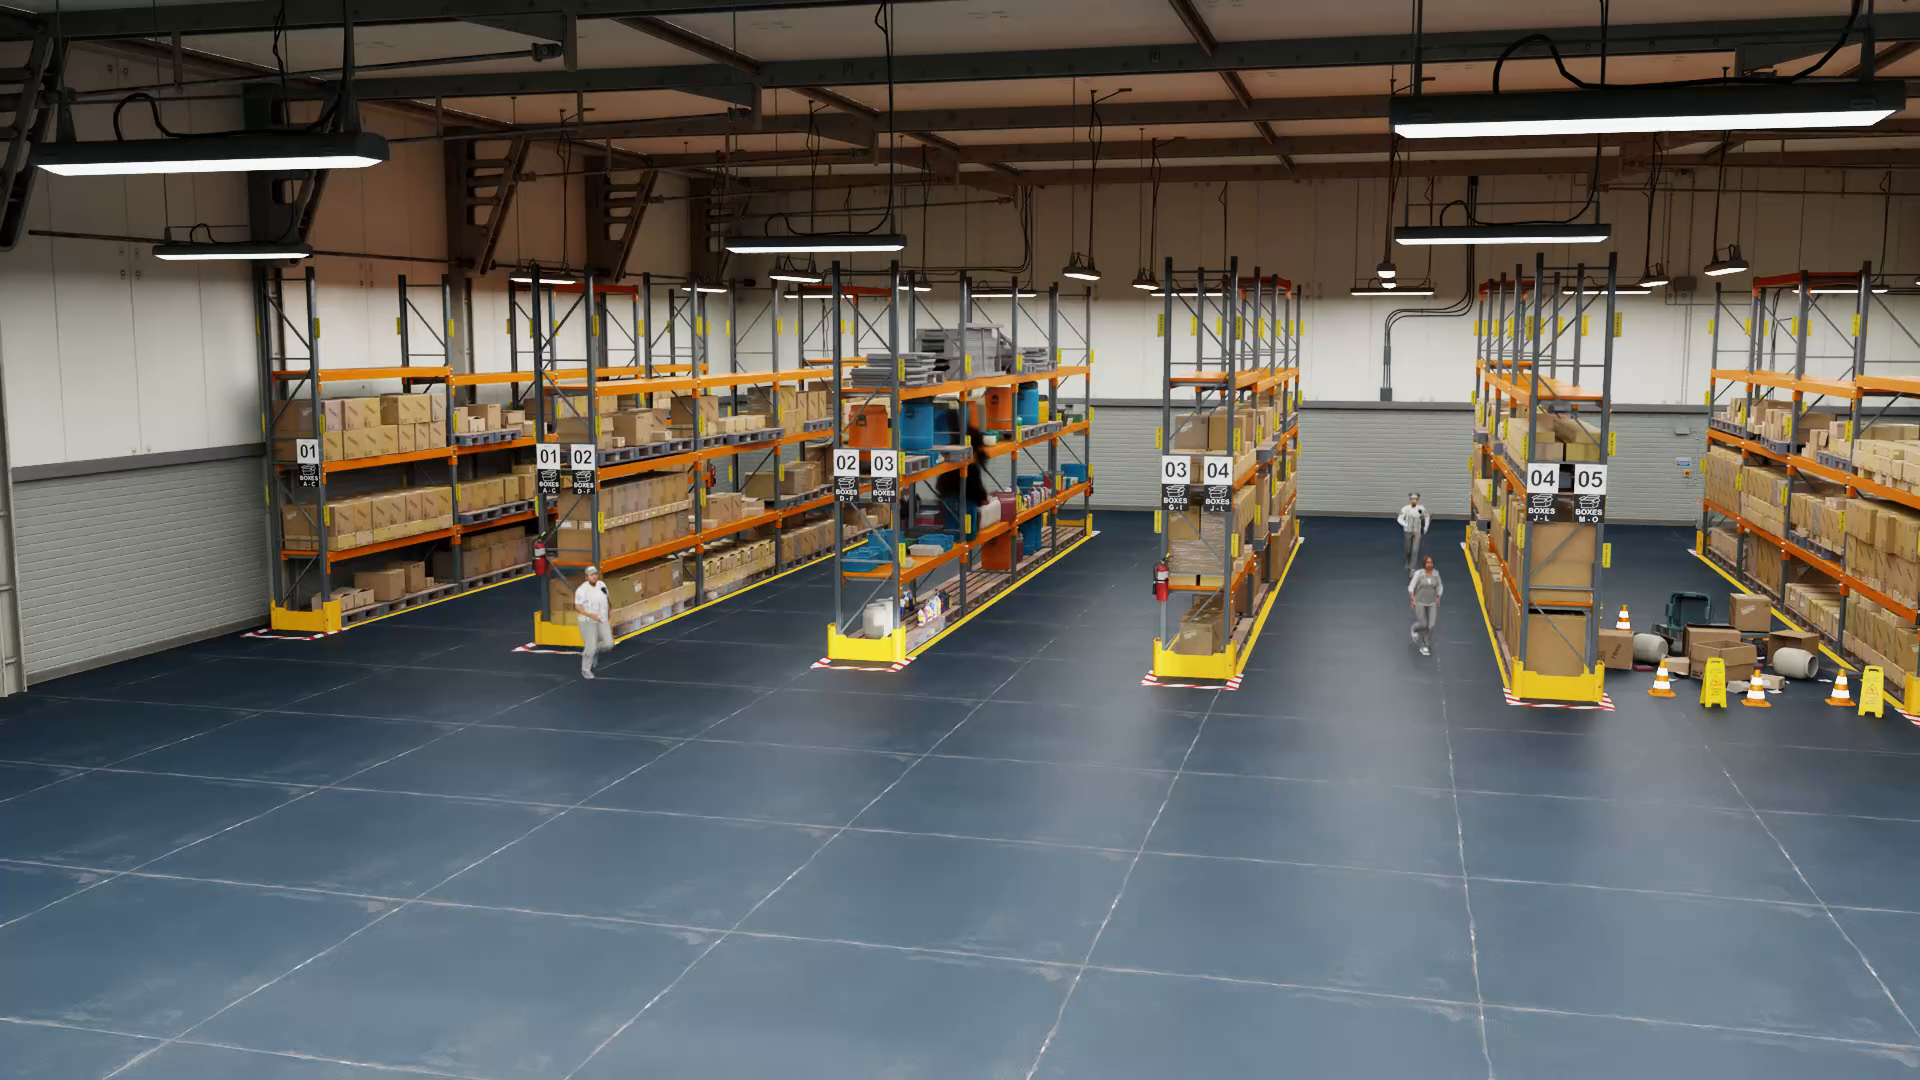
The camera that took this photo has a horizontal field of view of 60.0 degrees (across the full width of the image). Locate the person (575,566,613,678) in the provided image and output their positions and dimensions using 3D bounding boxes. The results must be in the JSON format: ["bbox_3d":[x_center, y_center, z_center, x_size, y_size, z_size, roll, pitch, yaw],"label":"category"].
[{"bbox_3d":[-5.237,1.178,23.935,0.631,1.626,0.598,-6,10,-40],"label":"person"}]

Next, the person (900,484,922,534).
[{"bbox_3d":[-1.163,-0.453,36.311,0.627,1.755,0.891,0,7,4],"label":"person"}]

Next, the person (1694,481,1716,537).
[{"bbox_3d":[17.100,-0.616,38.096,0.557,1.600,0.570,3,8,23],"label":"person"}]

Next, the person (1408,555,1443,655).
[{"bbox_3d":[7.196,1.041,25.723,0.523,1.457,0.574,0,7,1],"label":"person"}]

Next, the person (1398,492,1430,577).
[{"bbox_3d":[9.259,-0.136,33.966,0.637,1.712,0.815,2,8,16],"label":"person"}]
